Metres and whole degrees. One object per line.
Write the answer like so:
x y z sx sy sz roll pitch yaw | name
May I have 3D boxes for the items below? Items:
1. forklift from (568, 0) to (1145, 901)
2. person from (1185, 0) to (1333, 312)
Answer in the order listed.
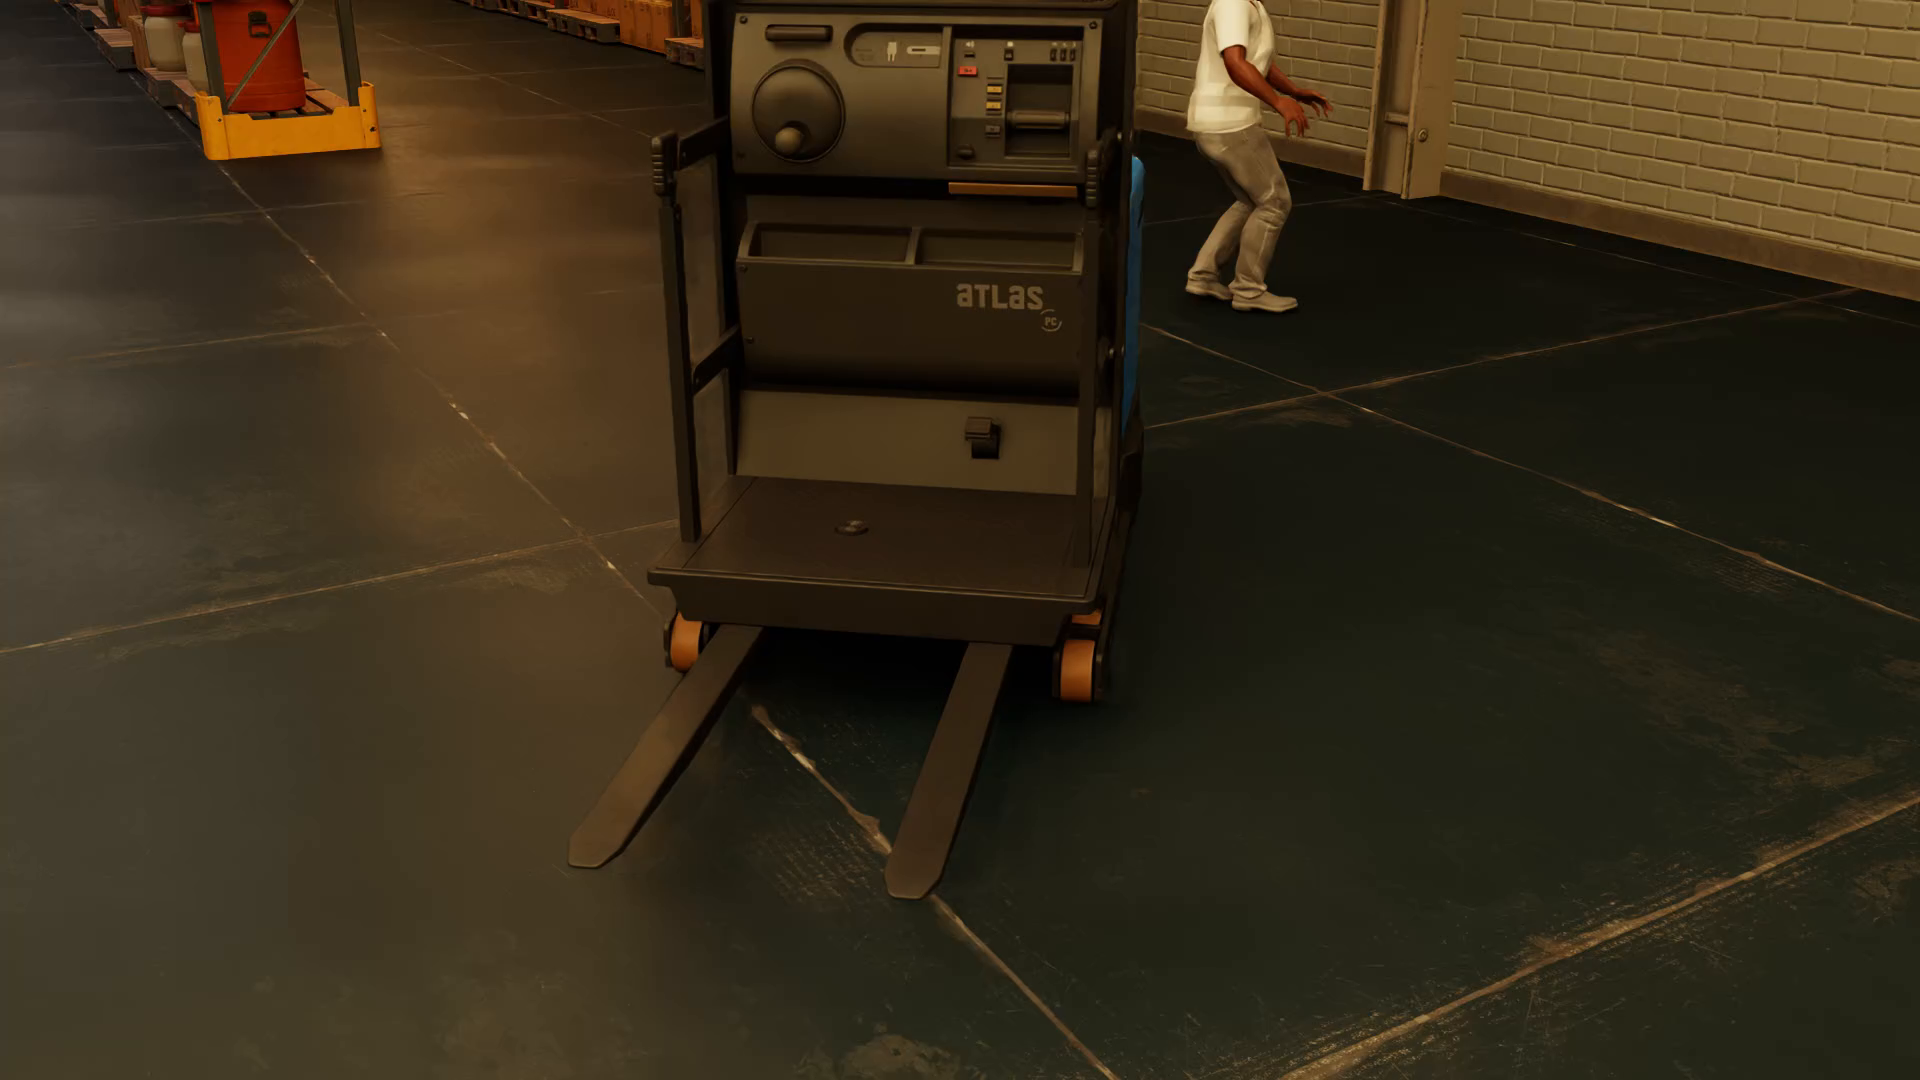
-0.147 -1.094 3.940 1.130 2.935 3.031 4 23 9 | forklift
1.377 -1.861 7.483 0.707 1.693 0.832 0 22 0 | person
